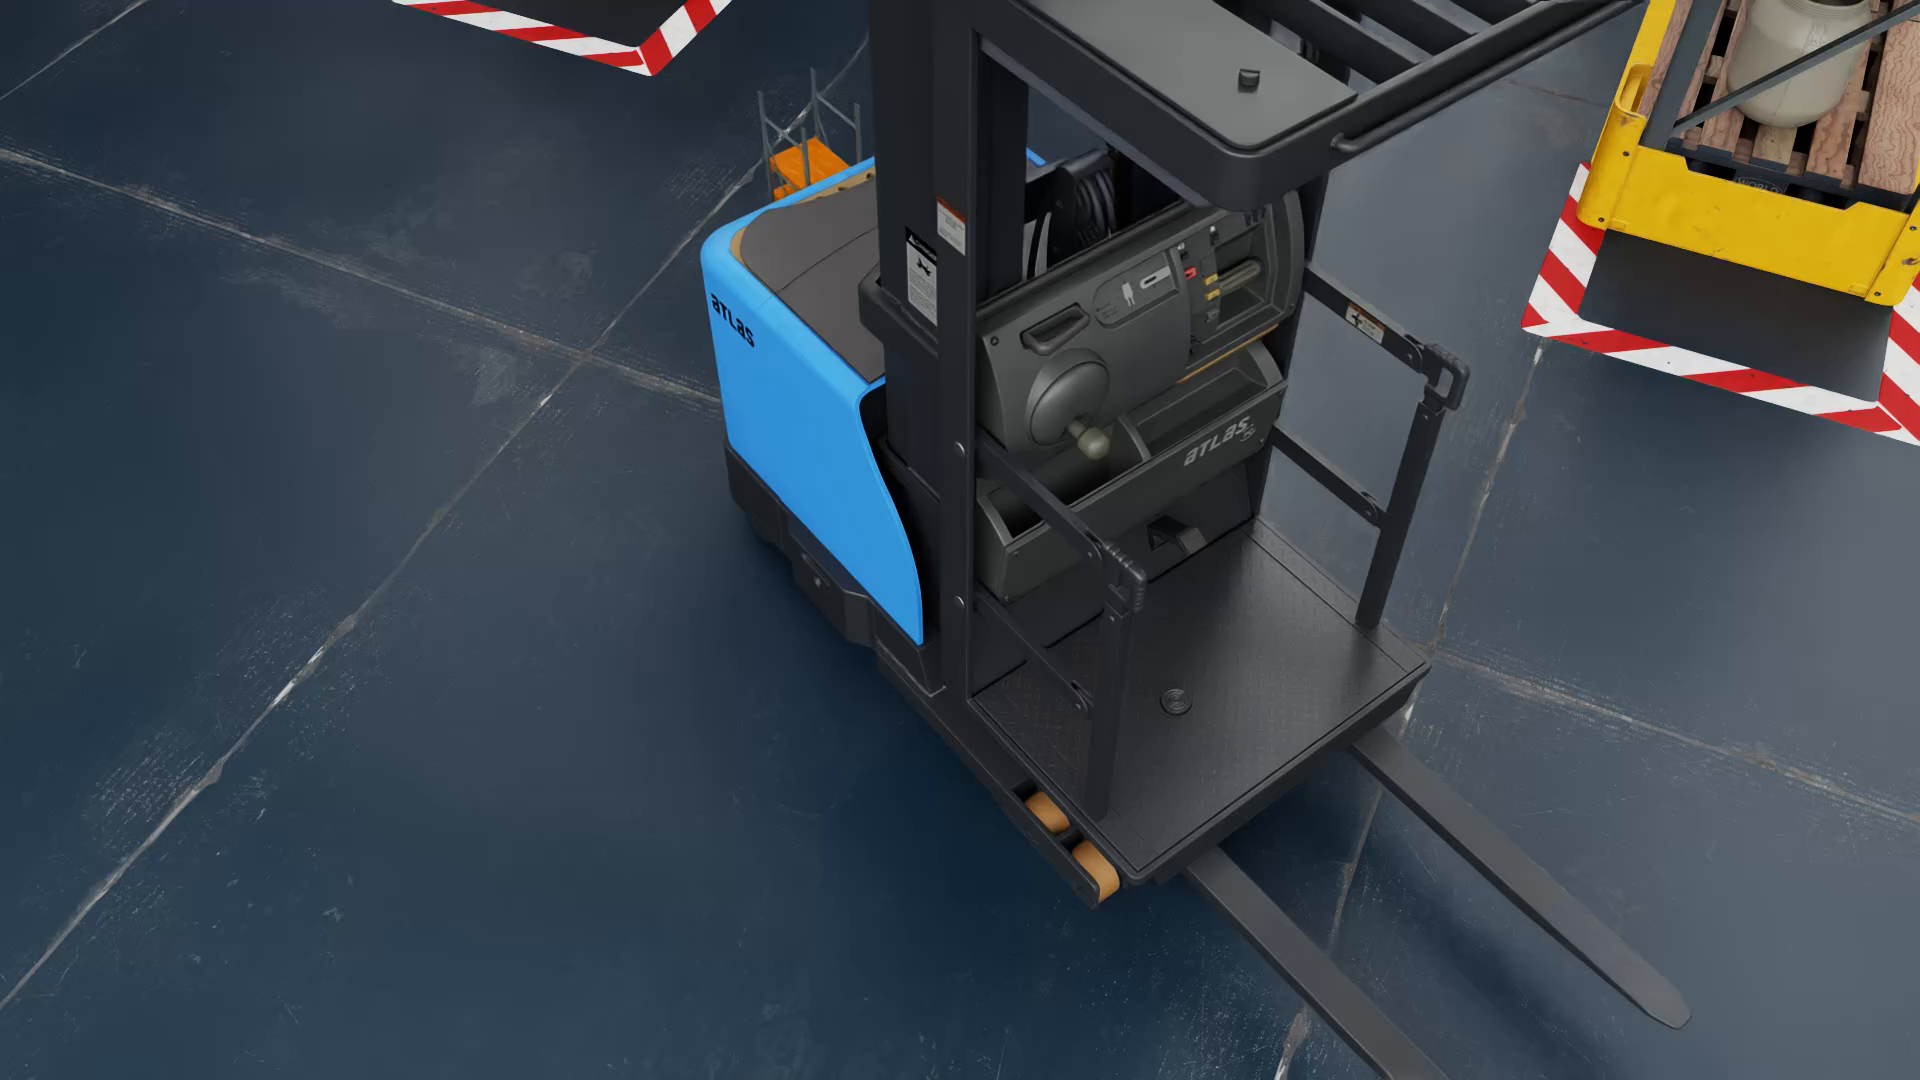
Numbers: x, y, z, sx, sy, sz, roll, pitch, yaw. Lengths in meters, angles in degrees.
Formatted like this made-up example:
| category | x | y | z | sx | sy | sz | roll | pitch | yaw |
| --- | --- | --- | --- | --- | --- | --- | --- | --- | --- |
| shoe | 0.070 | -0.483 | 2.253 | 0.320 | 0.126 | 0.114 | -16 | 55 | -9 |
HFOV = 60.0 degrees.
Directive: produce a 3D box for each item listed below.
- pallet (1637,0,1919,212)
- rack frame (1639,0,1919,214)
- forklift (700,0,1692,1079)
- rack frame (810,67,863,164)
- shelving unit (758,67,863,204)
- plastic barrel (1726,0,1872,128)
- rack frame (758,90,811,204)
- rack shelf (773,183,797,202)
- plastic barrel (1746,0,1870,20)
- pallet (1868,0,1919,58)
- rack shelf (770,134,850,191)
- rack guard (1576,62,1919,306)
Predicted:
| category | x | y | z | sx | sy | sz | roll | pitch | yaw |
| --- | --- | --- | --- | --- | --- | --- | --- | --- | --- |
| pallet | 3.265 | -1.758 | 6.607 | 1.003 | 0.211 | 1.213 | 20 | 52 | 16 |
| rack frame | 2.923 | -2.036 | 5.013 | 1.000 | 3.000 | 0.127 | 20 | 52 | 16 |
| forklift | 0.568 | -0.421 | 3.683 | 1.130 | 2.935 | 3.031 | -31 | 56 | -23 |
| rack frame | -0.360 | -0.915 | 5.240 | 0.006 | 1.200 | 0.240 | -31 | 56 | -23 |
| shelving unit | -0.432 | -0.872 | 5.204 | 0.189 | 1.200 | 0.258 | -31 | 56 | -23 |
| plastic barrel | 3.135 | -1.844 | 6.208 | 0.421 | 0.512 | 0.421 | 0 | 50 | 0 |
| rack frame | -0.505 | -0.830 | 5.168 | 0.006 | 1.200 | 0.240 | -31 | 56 | -23 |
| rack shelf | -0.433 | -0.999 | 5.055 | 0.180 | 0.103 | 0.258 | -31 | 56 | -23 |
| plastic barrel | 3.349 | -2.189 | 6.501 | 0.421 | 0.512 | 0.421 | 0 | 50 | 0 |
| pallet | 3.787 | -2.595 | 7.320 | 1.003 | 0.211 | 1.213 | 20 | 52 | 16 |
| rack shelf | -0.433 | -1.077 | 4.964 | 0.180 | 0.103 | 0.258 | -31 | 56 | -23 |
| rack guard | 2.913 | -1.294 | 6.023 | 1.175 | 0.500 | 0.348 | 20 | 52 | 16 |
